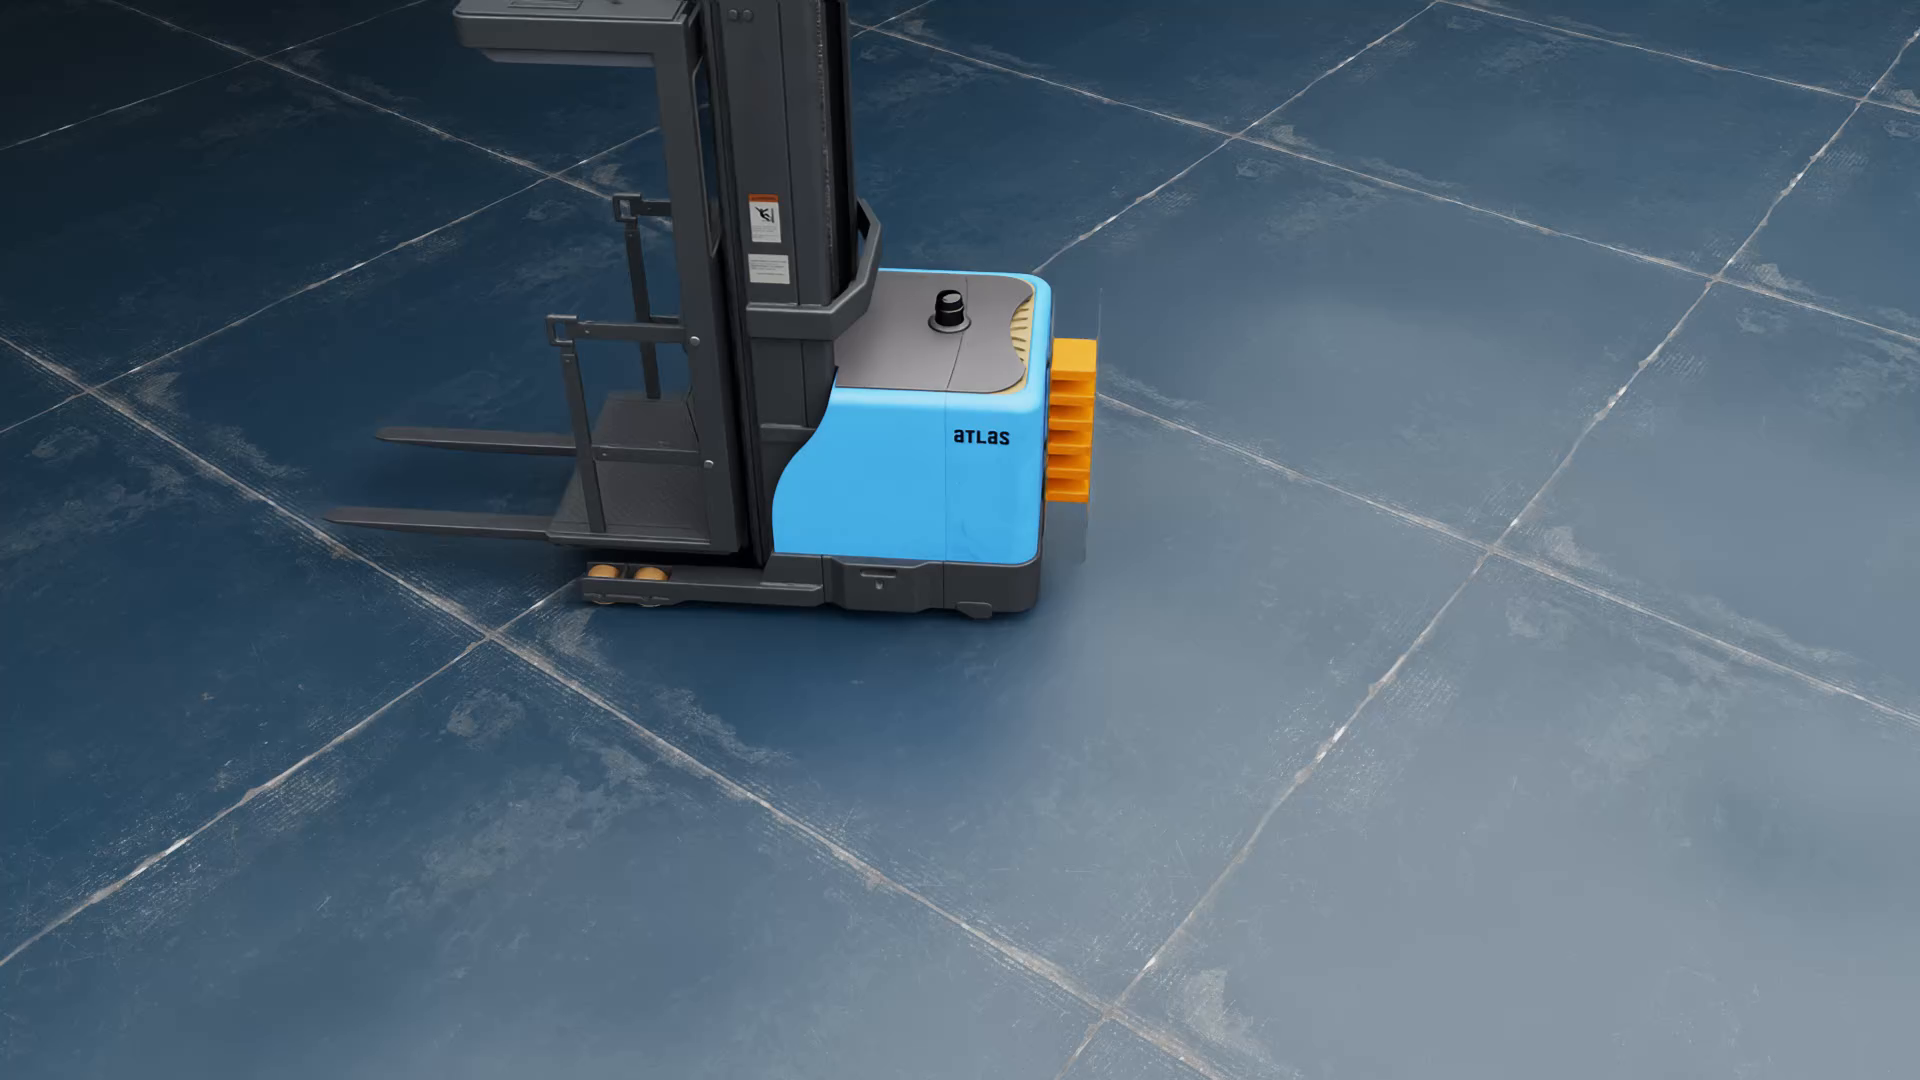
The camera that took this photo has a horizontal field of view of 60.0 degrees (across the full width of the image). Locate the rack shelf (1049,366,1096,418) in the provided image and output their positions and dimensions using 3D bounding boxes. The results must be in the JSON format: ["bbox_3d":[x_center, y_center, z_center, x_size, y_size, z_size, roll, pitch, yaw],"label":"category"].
[{"bbox_3d":[0.456,-0.610,6.739,0.180,0.103,0.258,3,38,4],"label":"rack shelf"}]

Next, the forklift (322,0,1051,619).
[{"bbox_3d":[-1.154,-1.197,6.402,3.031,2.935,1.130,3,38,4],"label":"forklift"}]

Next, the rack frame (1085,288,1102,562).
[{"bbox_3d":[0.548,-0.451,6.853,0.006,1.200,0.240,3,38,4],"label":"rack frame"}]

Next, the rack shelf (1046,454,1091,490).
[{"bbox_3d":[0.456,-0.327,6.961,0.180,0.103,0.258,3,38,4],"label":"rack shelf"}]

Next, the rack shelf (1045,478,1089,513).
[{"bbox_3d":[0.456,-0.232,7.035,0.180,0.103,0.258,3,38,4],"label":"rack shelf"}]

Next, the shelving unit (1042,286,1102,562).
[{"bbox_3d":[0.456,-0.456,6.859,0.189,1.200,0.258,3,38,4],"label":"shelving unit"}]

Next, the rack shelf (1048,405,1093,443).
[{"bbox_3d":[0.456,-0.516,6.813,0.180,0.103,0.258,3,38,4],"label":"rack shelf"}]

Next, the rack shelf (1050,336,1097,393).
[{"bbox_3d":[0.456,-0.705,6.665,0.180,0.103,0.258,3,38,4],"label":"rack shelf"}]

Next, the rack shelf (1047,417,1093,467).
[{"bbox_3d":[0.456,-0.421,6.887,0.180,0.103,0.258,3,38,4],"label":"rack shelf"}]

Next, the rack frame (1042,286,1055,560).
[{"bbox_3d":[0.365,-0.461,6.865,0.006,1.200,0.240,3,38,4],"label":"rack frame"}]
